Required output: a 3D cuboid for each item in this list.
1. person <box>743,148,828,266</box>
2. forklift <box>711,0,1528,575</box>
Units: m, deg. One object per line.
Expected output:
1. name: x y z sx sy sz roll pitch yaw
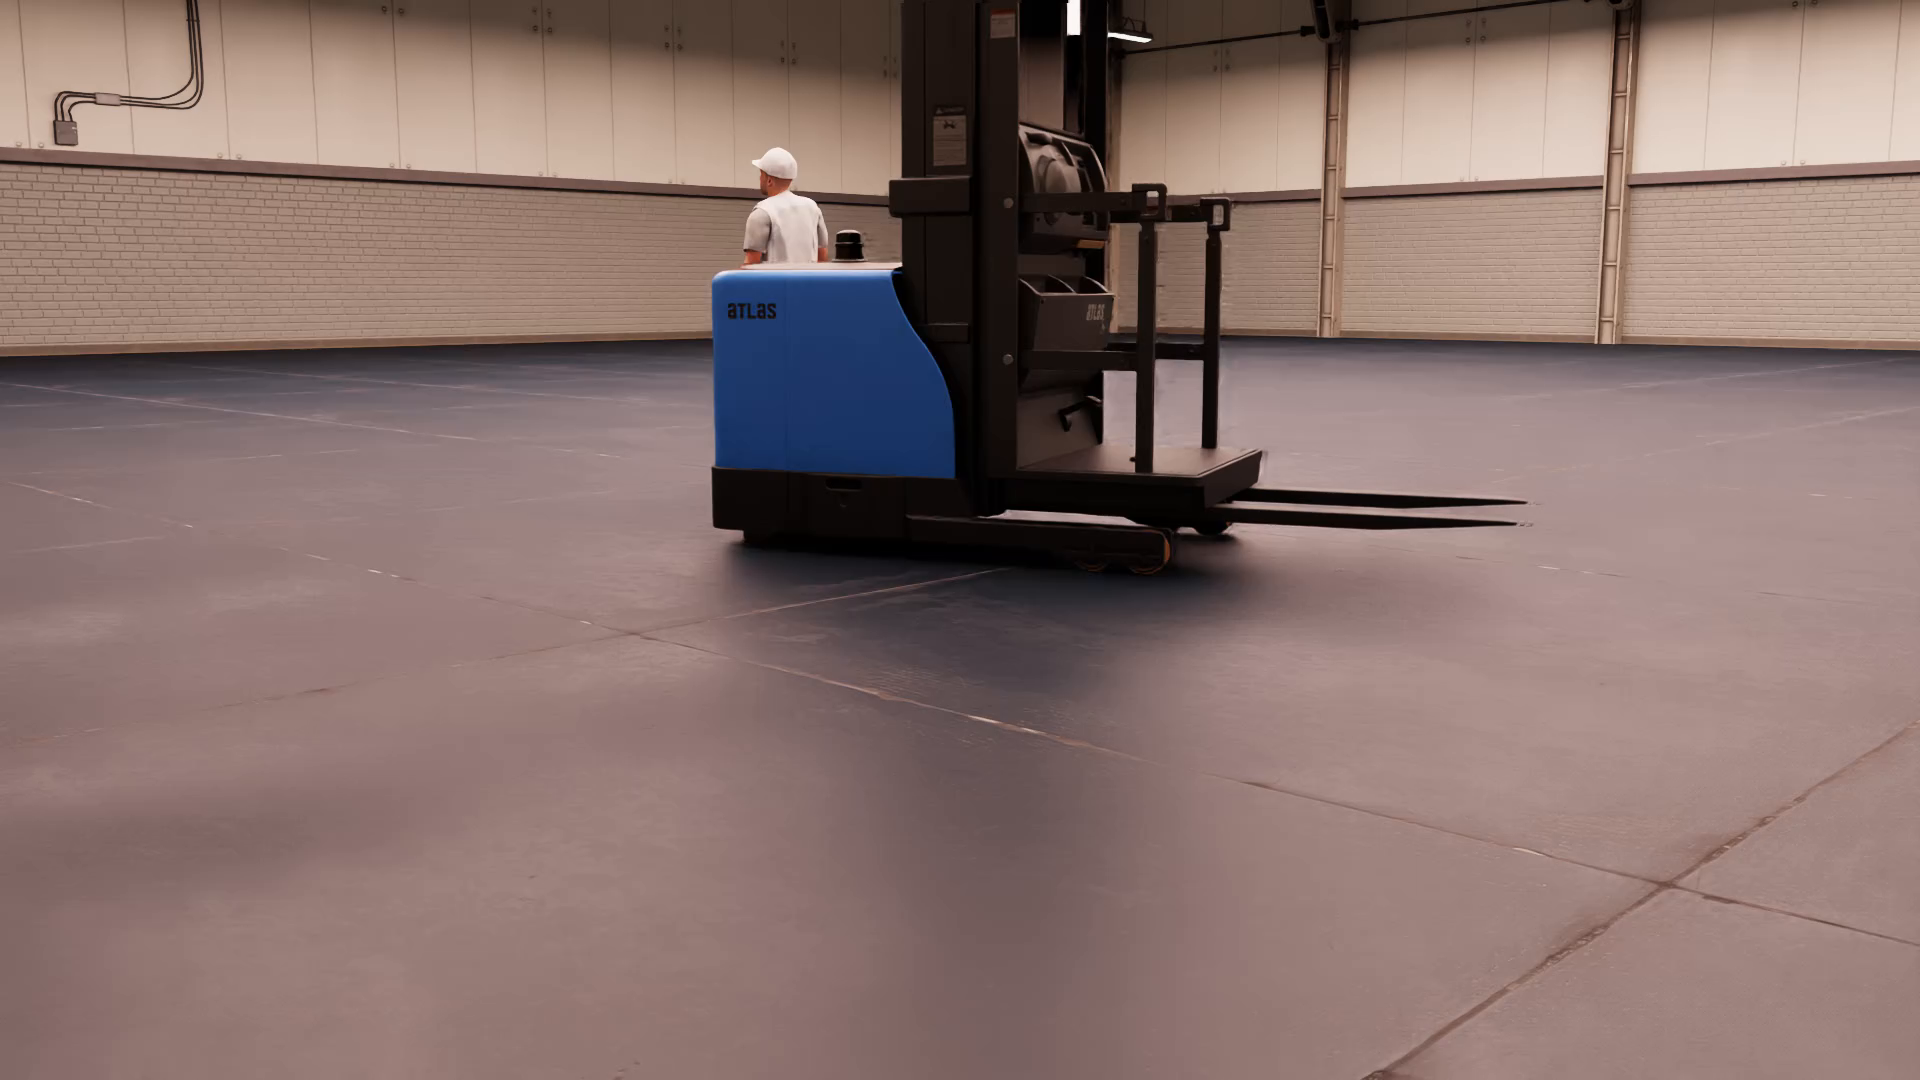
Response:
1. person: -1.090 -1.357 9.675 0.637 1.787 0.564 -8 12 -44
2. forklift: 0.588 -1.414 6.266 3.031 2.935 1.130 3 9 22
